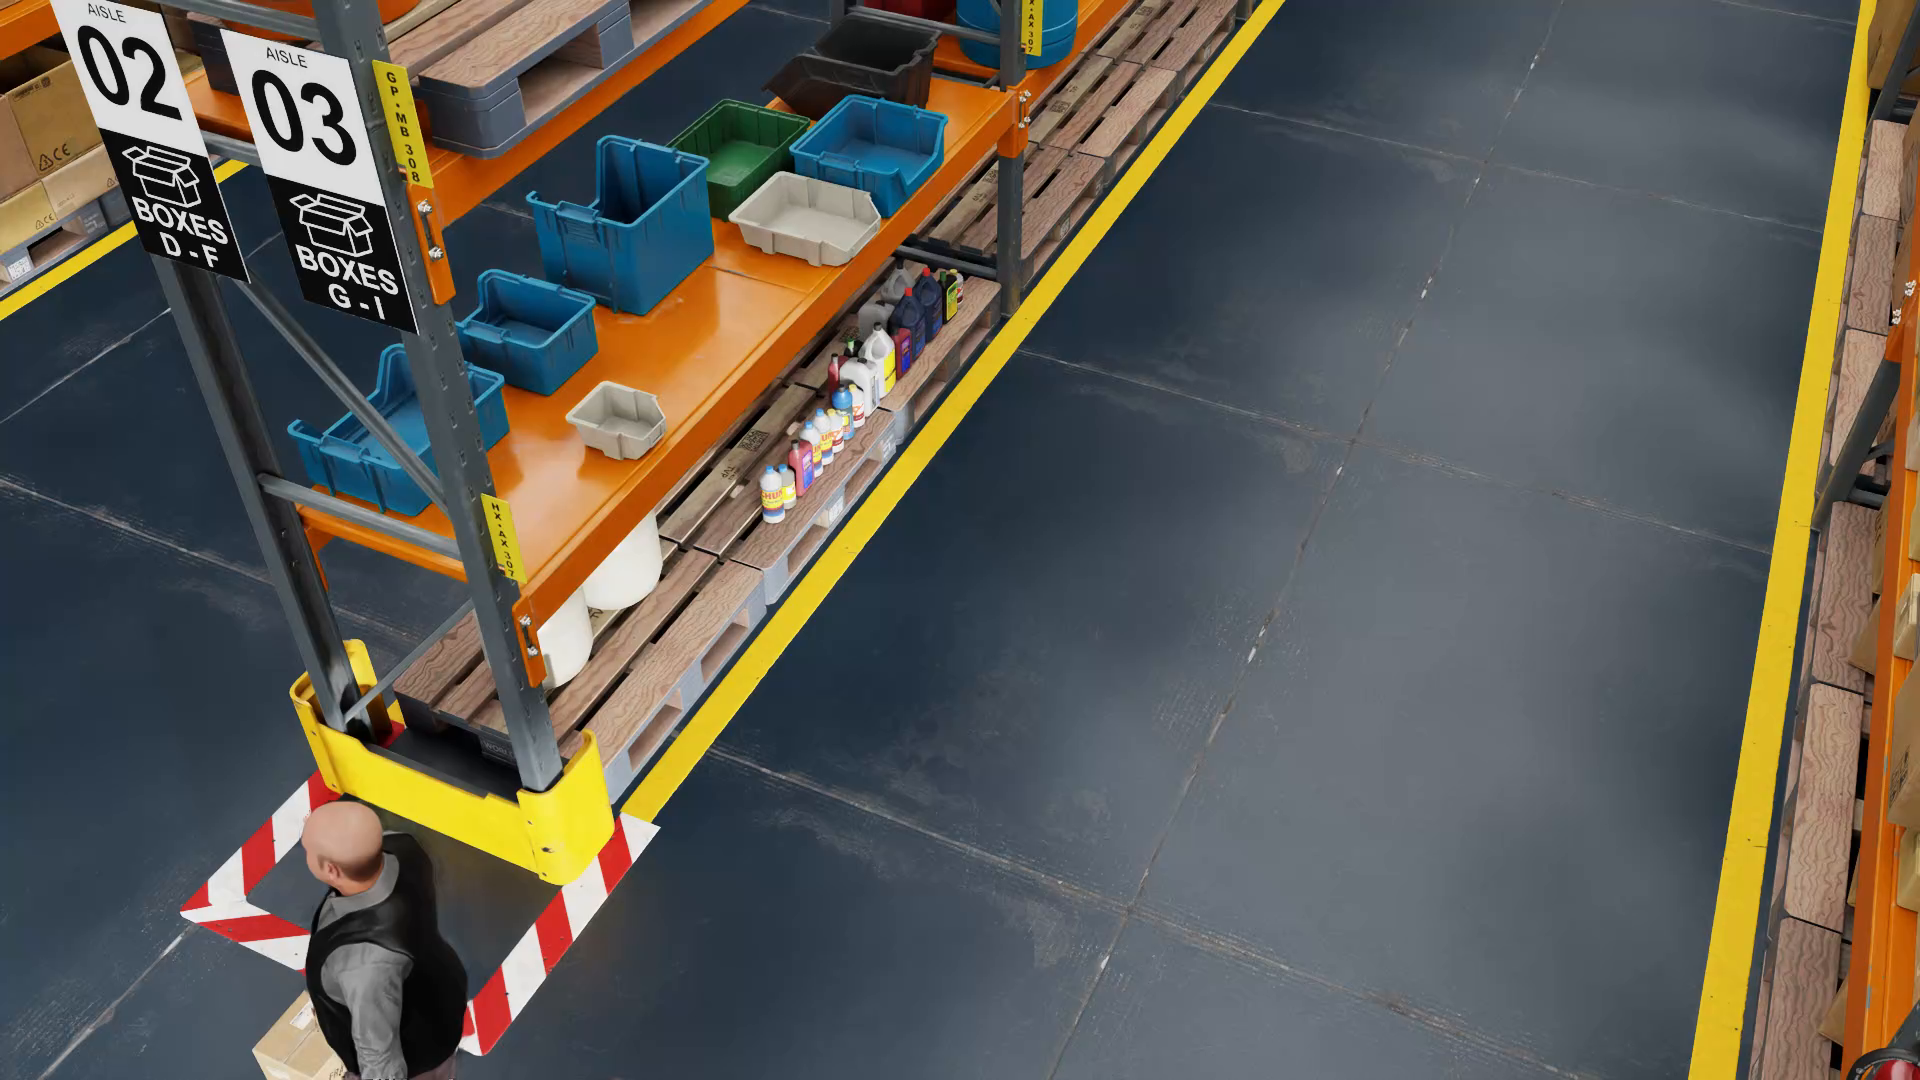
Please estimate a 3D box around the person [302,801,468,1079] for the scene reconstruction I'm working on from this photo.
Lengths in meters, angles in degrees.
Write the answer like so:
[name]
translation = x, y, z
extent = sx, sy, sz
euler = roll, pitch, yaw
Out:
[person]
translation = -1.595, 1.388, 4.614
extent = 0.452, 1.712, 0.639
euler = -6, 42, -6
